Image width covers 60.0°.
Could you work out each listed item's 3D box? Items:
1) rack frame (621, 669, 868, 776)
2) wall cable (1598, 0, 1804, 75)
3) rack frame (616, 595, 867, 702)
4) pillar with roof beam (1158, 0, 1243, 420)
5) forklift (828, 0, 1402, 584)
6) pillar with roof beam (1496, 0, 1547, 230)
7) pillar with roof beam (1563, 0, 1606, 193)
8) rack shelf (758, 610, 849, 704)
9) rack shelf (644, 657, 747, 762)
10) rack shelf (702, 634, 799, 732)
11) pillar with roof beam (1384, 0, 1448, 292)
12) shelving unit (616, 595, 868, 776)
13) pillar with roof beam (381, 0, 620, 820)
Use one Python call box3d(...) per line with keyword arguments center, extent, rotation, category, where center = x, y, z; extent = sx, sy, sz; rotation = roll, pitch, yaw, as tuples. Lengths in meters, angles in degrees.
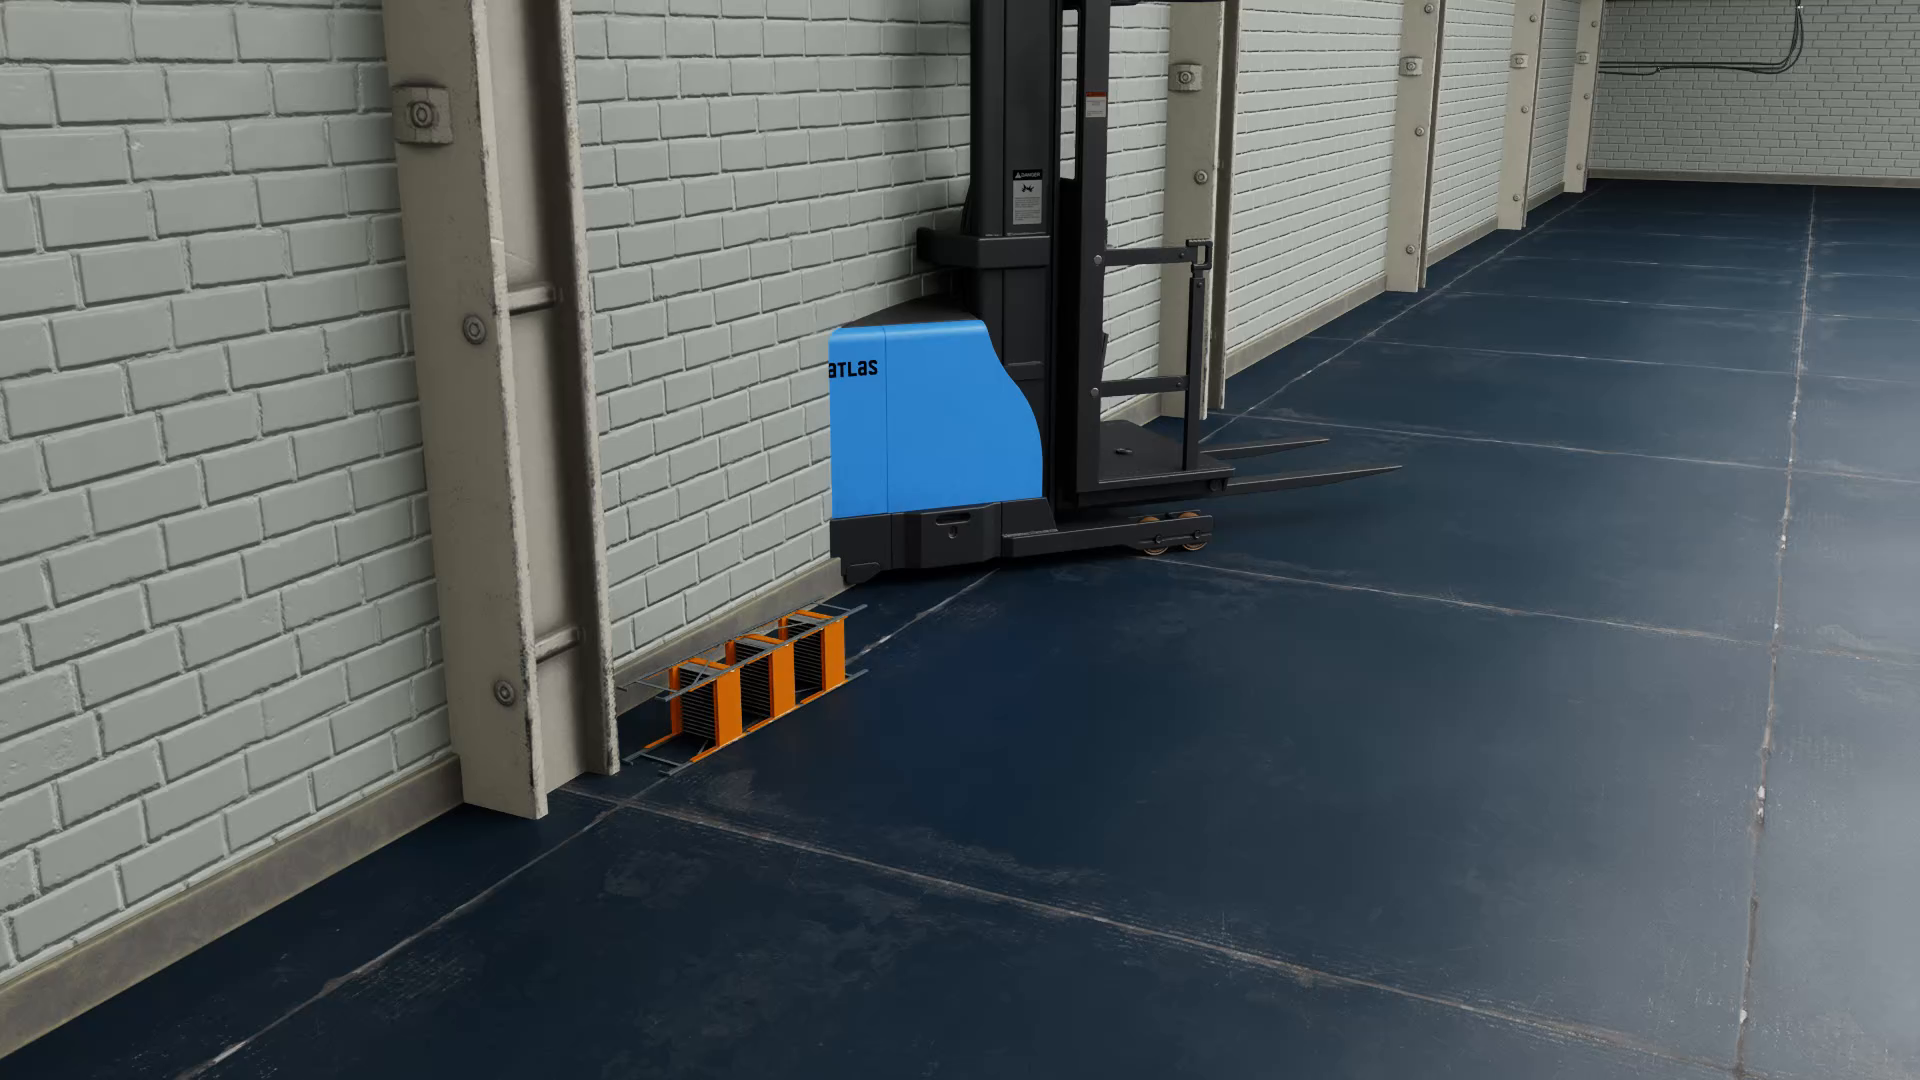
box3d(center=(-0.692, 0.577, 5.556), extent=(0.200, 0.008, 1.050), rotation=(10, 19, 31), category="rack frame")
box3d(center=(11.951, -8.782, 26.740), extent=(3.097, 2.526, 0.112), rotation=(8, 18, 25), category="wall cable")
box3d(center=(-0.692, 0.343, 5.486), extent=(0.200, 0.008, 1.050), rotation=(10, 19, 31), category="rack frame")
box3d(center=(5.260, -4.556, 7.057), extent=(9.100, 9.000, 0.400), rotation=(8, 18, 25), category="pillar with roof beam")
box3d(center=(0.580, -1.471, 7.328), extent=(3.031, 2.935, 1.130), rotation=(-6, 18, -21), category="forklift")
box3d(center=(10.622, -7.612, 17.348), extent=(9.100, 9.000, 0.400), rotation=(8, 18, 25), category="pillar with roof beam")
box3d(center=(13.303, -9.140, 22.494), extent=(9.100, 9.000, 0.400), rotation=(8, 18, 25), category="pillar with roof beam")
box3d(center=(-0.546, 0.395, 5.743), extent=(0.215, 0.240, 0.259), rotation=(10, 19, 31), category="rack shelf")
box3d(center=(-0.846, 0.530, 5.287), extent=(0.215, 0.240, 0.259), rotation=(10, 19, 31), category="rack shelf")
box3d(center=(-0.697, 0.463, 5.512), extent=(0.215, 0.240, 0.259), rotation=(10, 19, 31), category="rack shelf")
box3d(center=(7.941, -6.084, 12.203), extent=(9.100, 9.000, 0.400), rotation=(8, 18, 25), category="pillar with roof beam")
box3d(center=(-0.692, 0.460, 5.521), extent=(0.215, 0.252, 1.050), rotation=(10, 19, 31), category="shelving unit")
box3d(center=(2.579, -3.027, 1.912), extent=(9.100, 9.000, 0.400), rotation=(8, 18, 25), category="pillar with roof beam")
